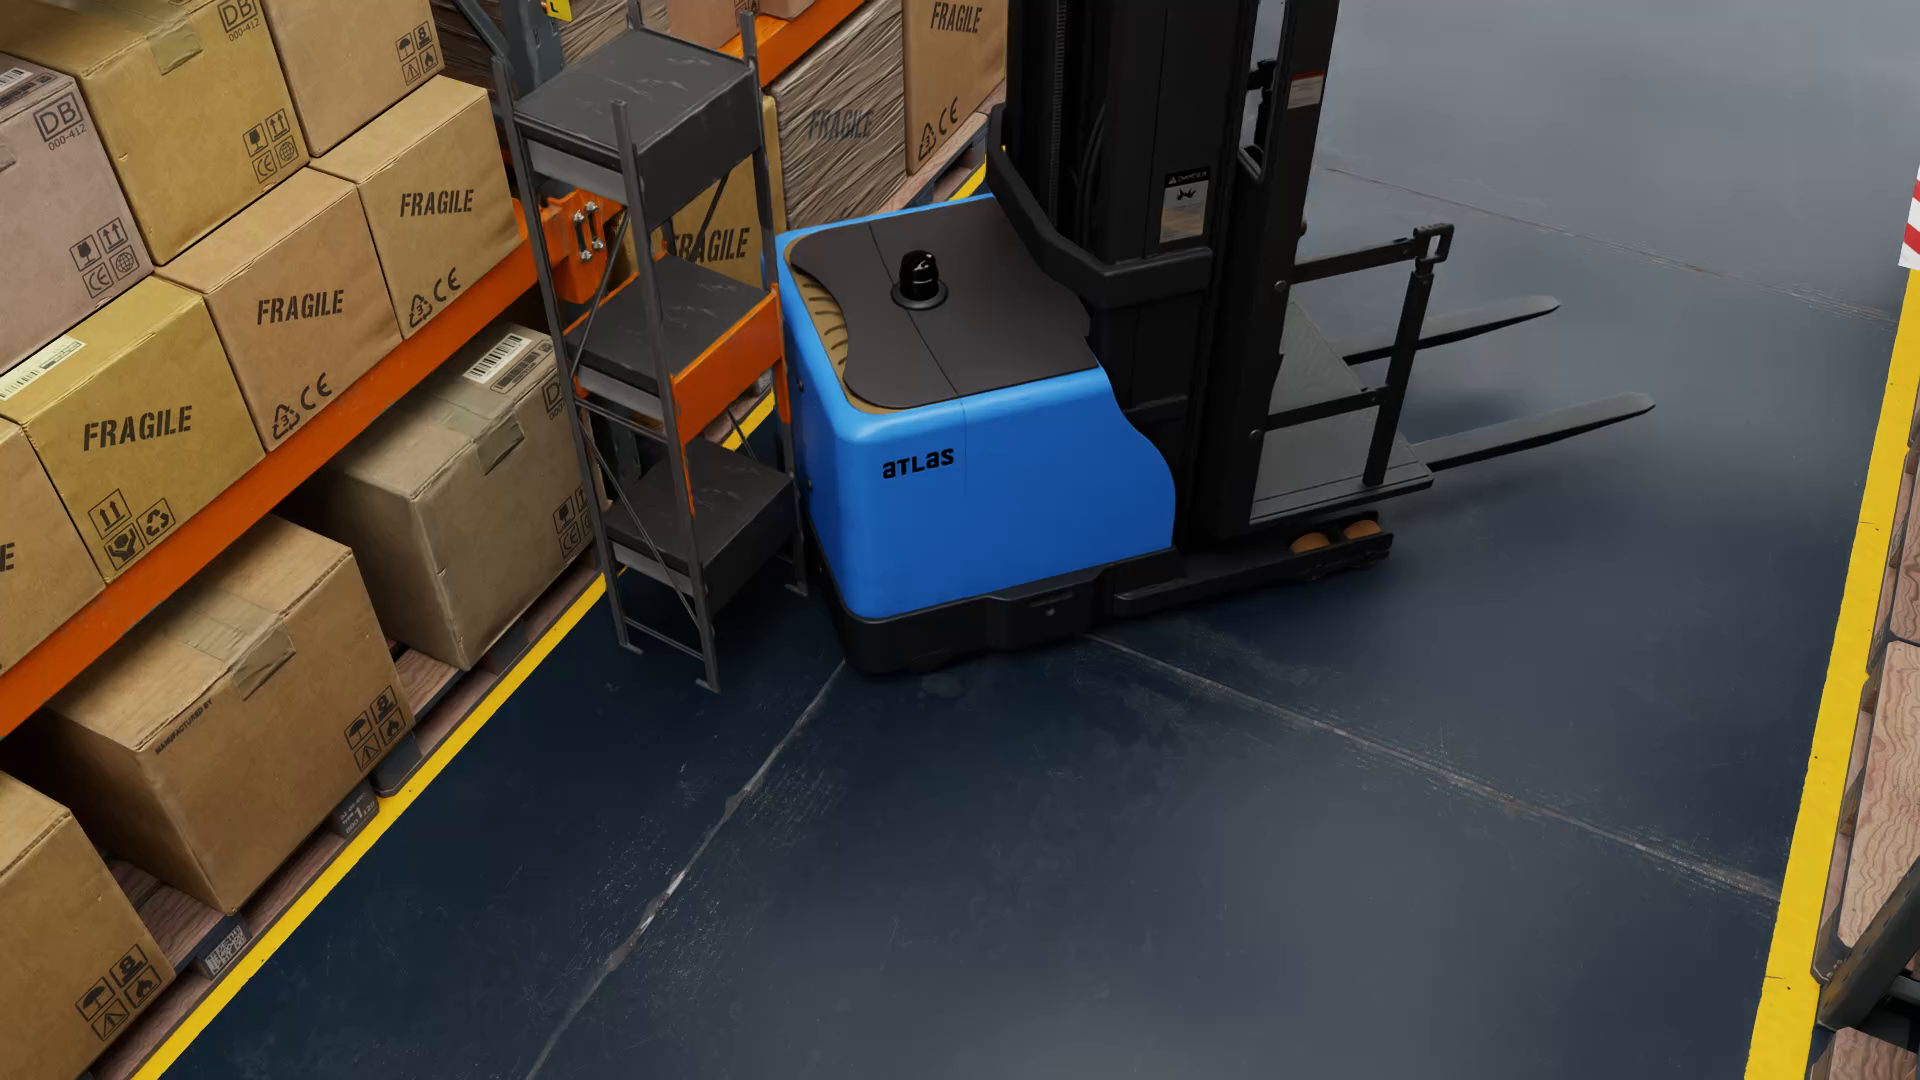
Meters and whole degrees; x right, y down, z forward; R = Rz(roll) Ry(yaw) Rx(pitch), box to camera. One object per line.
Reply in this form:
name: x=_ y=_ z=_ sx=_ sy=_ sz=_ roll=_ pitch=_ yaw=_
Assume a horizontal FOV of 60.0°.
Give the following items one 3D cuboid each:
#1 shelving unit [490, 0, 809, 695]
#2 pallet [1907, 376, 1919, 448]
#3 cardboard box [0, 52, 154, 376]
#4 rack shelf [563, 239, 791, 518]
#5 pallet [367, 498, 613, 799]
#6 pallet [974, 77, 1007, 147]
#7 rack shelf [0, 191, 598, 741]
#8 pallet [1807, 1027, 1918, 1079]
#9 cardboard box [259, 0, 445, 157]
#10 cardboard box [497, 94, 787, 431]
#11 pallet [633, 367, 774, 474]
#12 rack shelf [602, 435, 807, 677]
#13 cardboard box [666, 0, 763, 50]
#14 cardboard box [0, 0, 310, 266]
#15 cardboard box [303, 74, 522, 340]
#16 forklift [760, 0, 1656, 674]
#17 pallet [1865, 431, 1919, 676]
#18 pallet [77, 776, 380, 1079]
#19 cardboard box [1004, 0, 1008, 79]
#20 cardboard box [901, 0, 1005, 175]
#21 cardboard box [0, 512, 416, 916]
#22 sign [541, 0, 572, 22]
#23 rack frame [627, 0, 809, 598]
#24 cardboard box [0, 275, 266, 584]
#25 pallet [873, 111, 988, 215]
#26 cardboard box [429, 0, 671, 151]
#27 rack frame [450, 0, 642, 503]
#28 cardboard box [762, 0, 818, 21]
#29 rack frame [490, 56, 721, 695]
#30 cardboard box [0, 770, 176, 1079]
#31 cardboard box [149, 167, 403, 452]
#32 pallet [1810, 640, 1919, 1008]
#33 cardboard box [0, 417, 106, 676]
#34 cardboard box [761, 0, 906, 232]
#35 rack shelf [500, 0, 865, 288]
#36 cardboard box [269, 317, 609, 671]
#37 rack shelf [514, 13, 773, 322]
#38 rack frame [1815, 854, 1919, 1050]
shelving unit: x=-0.807 y=-0.475 z=4.743 sx=0.431 sy=2.100 sz=0.503 roll=23 pitch=50 yaw=21
pallet: x=4.180 y=-0.617 z=6.212 sx=1.003 sy=0.211 sz=1.213 roll=20 pitch=49 yaw=19
cardboard box: x=-2.277 y=-0.756 z=3.615 sx=0.700 sy=0.500 sz=0.500 roll=21 pitch=49 yaw=19
rack shelf: x=-0.807 y=-0.465 z=4.753 sx=0.431 sy=0.518 sz=0.480 roll=23 pitch=50 yaw=21
pallet: x=-1.871 y=0.164 z=5.439 sx=1.003 sy=0.211 sz=1.213 roll=20 pitch=49 yaw=19
pallet: x=-0.025 y=-2.337 z=7.911 sx=1.003 sy=0.211 sz=1.213 roll=20 pitch=49 yaw=19
rack shelf: x=-2.508 y=0.186 z=3.963 sx=1.077 sy=0.370 sz=4.000 roll=20 pitch=49 yaw=19
pallet: x=2.407 y=1.846 z=3.777 sx=1.003 sy=0.211 sz=1.213 roll=20 pitch=49 yaw=19
cardboard box: x=-1.805 y=-1.399 z=4.250 sx=0.700 sy=0.500 sz=0.500 roll=20 pitch=49 yaw=18
cardboard box: x=-1.226 y=-1.101 z=5.927 sx=0.875 sy=0.875 sz=0.875 roll=21 pitch=49 yaw=20
pallet: x=-1.157 y=-0.800 z=6.392 sx=1.003 sy=0.211 sz=1.213 roll=20 pitch=49 yaw=19
rack shelf: x=-0.807 y=0.027 z=5.250 sx=0.431 sy=0.518 sz=0.480 roll=23 pitch=50 yaw=21
cardboard box: x=-1.184 y=-1.970 z=5.482 sx=0.875 sy=0.550 sz=0.550 roll=20 pitch=49 yaw=19
cardboard box: x=-2.042 y=-1.074 z=3.929 sx=0.700 sy=0.500 sz=0.500 roll=20 pitch=49 yaw=18
cardboard box: x=-1.585 y=-0.945 z=4.505 sx=0.500 sy=0.500 sz=0.500 roll=20 pitch=49 yaw=19
forklift: x=0.937 y=-1.236 z=4.911 sx=3.031 sy=2.935 sz=1.130 roll=-14 pitch=47 yaw=-13
pallet: x=3.612 y=0.149 z=5.455 sx=1.003 sy=0.211 sz=1.213 roll=20 pitch=49 yaw=19
pallet: x=-2.436 y=0.936 z=4.677 sx=1.003 sy=0.211 sz=1.213 roll=20 pitch=49 yaw=19
cardboard box: x=0.021 y=-2.798 z=7.605 sx=0.875 sy=0.875 sz=0.875 roll=21 pitch=49 yaw=19
cardboard box: x=-0.386 y=-2.243 z=7.057 sx=0.875 sy=0.875 sz=0.875 roll=20 pitch=49 yaw=18
cardboard box: x=-2.239 y=0.344 z=4.588 sx=1.050 sy=0.750 sz=0.750 roll=20 pitch=49 yaw=19
sign: x=-1.094 y=-1.533 z=4.398 sx=0.100 sy=0.325 sz=0.005 roll=20 pitch=49 yaw=19
rack frame: x=-0.680 y=-0.623 z=4.889 sx=0.400 sy=2.100 sz=0.015 roll=23 pitch=50 yaw=21
cardboard box: x=-2.054 y=-0.308 z=3.875 sx=0.500 sy=0.500 sz=0.500 roll=21 pitch=49 yaw=19
pallet: x=-0.592 y=-1.571 z=7.154 sx=1.003 sy=0.211 sz=1.213 roll=20 pitch=49 yaw=19
cardboard box: x=-1.419 y=-1.616 z=5.133 sx=0.875 sy=0.550 sz=0.550 roll=20 pitch=49 yaw=19
rack frame: x=-1.580 y=-1.327 z=4.952 sx=1.000 sy=3.000 sz=0.127 roll=20 pitch=49 yaw=19
cardboard box: x=-0.829 y=-2.271 z=5.780 sx=0.875 sy=0.550 sz=0.550 roll=20 pitch=49 yaw=19
rack frame: x=-0.934 y=-0.326 z=4.596 sx=0.400 sy=2.100 sz=0.015 roll=23 pitch=50 yaw=21
cardboard box: x=-2.671 y=0.931 z=4.008 sx=1.050 sy=0.750 sz=0.750 roll=21 pitch=49 yaw=20
cardboard box: x=-1.820 y=-0.627 z=4.190 sx=0.500 sy=0.500 sz=0.500 roll=20 pitch=49 yaw=19
pallet: x=3.047 y=0.920 z=4.692 sx=1.003 sy=0.211 sz=1.213 roll=20 pitch=49 yaw=19
cardboard box: x=-2.288 y=0.012 z=3.559 sx=0.500 sy=0.500 sz=0.500 roll=20 pitch=49 yaw=19
cardboard box: x=-0.811 y=-1.670 z=6.490 sx=0.875 sy=0.875 sz=0.875 roll=21 pitch=49 yaw=19
rack shelf: x=-0.651 y=-2.334 z=6.453 sx=1.077 sy=0.370 sz=4.000 roll=20 pitch=49 yaw=19
cardboard box: x=-1.788 y=-0.263 z=5.187 sx=1.050 sy=0.750 sz=0.750 roll=20 pitch=49 yaw=19
rack shelf: x=-0.807 y=-0.957 z=4.255 sx=0.431 sy=0.518 sz=0.480 roll=23 pitch=50 yaw=21
rack frame: x=2.767 y=0.375 z=3.271 sx=1.000 sy=3.000 sz=0.127 roll=20 pitch=49 yaw=19
